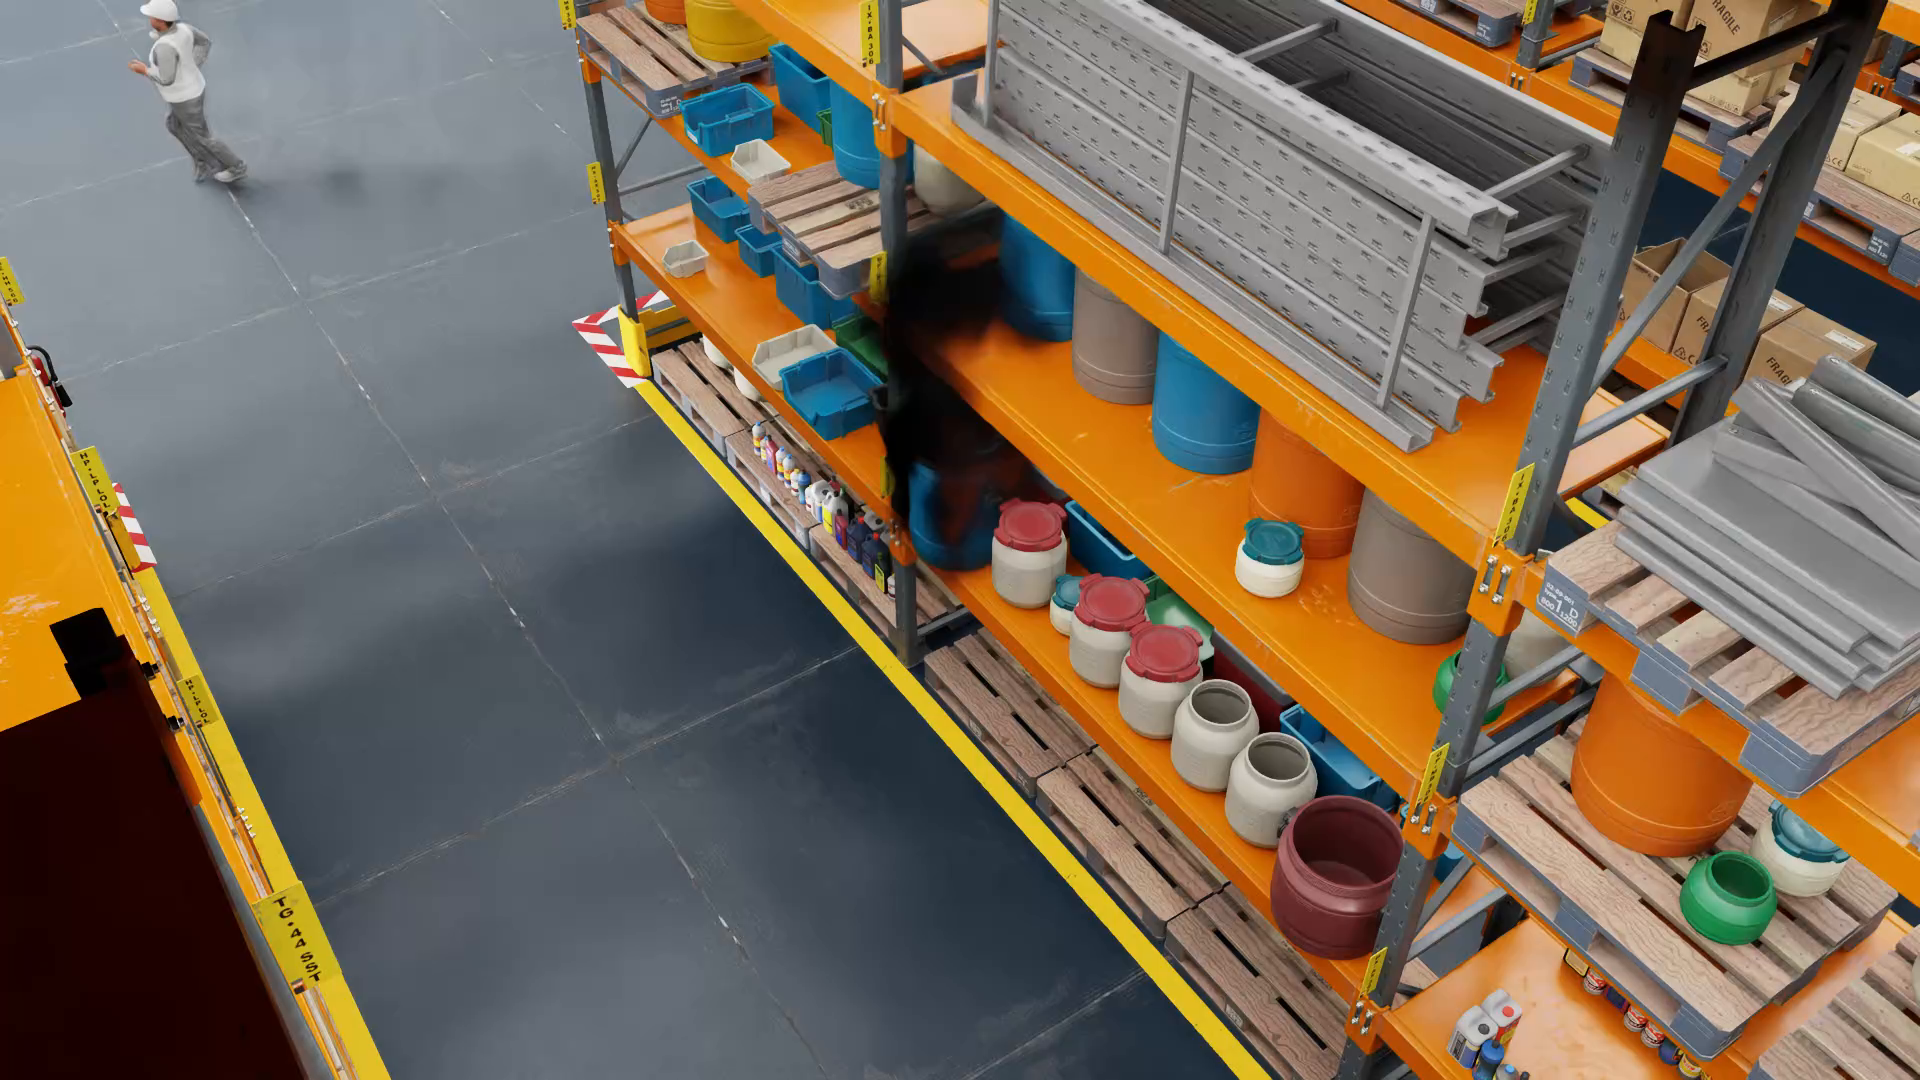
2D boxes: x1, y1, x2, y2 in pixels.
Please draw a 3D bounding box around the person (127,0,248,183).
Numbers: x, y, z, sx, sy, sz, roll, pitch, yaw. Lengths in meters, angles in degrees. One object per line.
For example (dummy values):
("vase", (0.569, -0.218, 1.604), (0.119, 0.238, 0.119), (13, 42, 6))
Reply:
("person", (-6.884, -3.942, 14.749), (0.710, 1.820, 0.636), (-6, 43, -6))
